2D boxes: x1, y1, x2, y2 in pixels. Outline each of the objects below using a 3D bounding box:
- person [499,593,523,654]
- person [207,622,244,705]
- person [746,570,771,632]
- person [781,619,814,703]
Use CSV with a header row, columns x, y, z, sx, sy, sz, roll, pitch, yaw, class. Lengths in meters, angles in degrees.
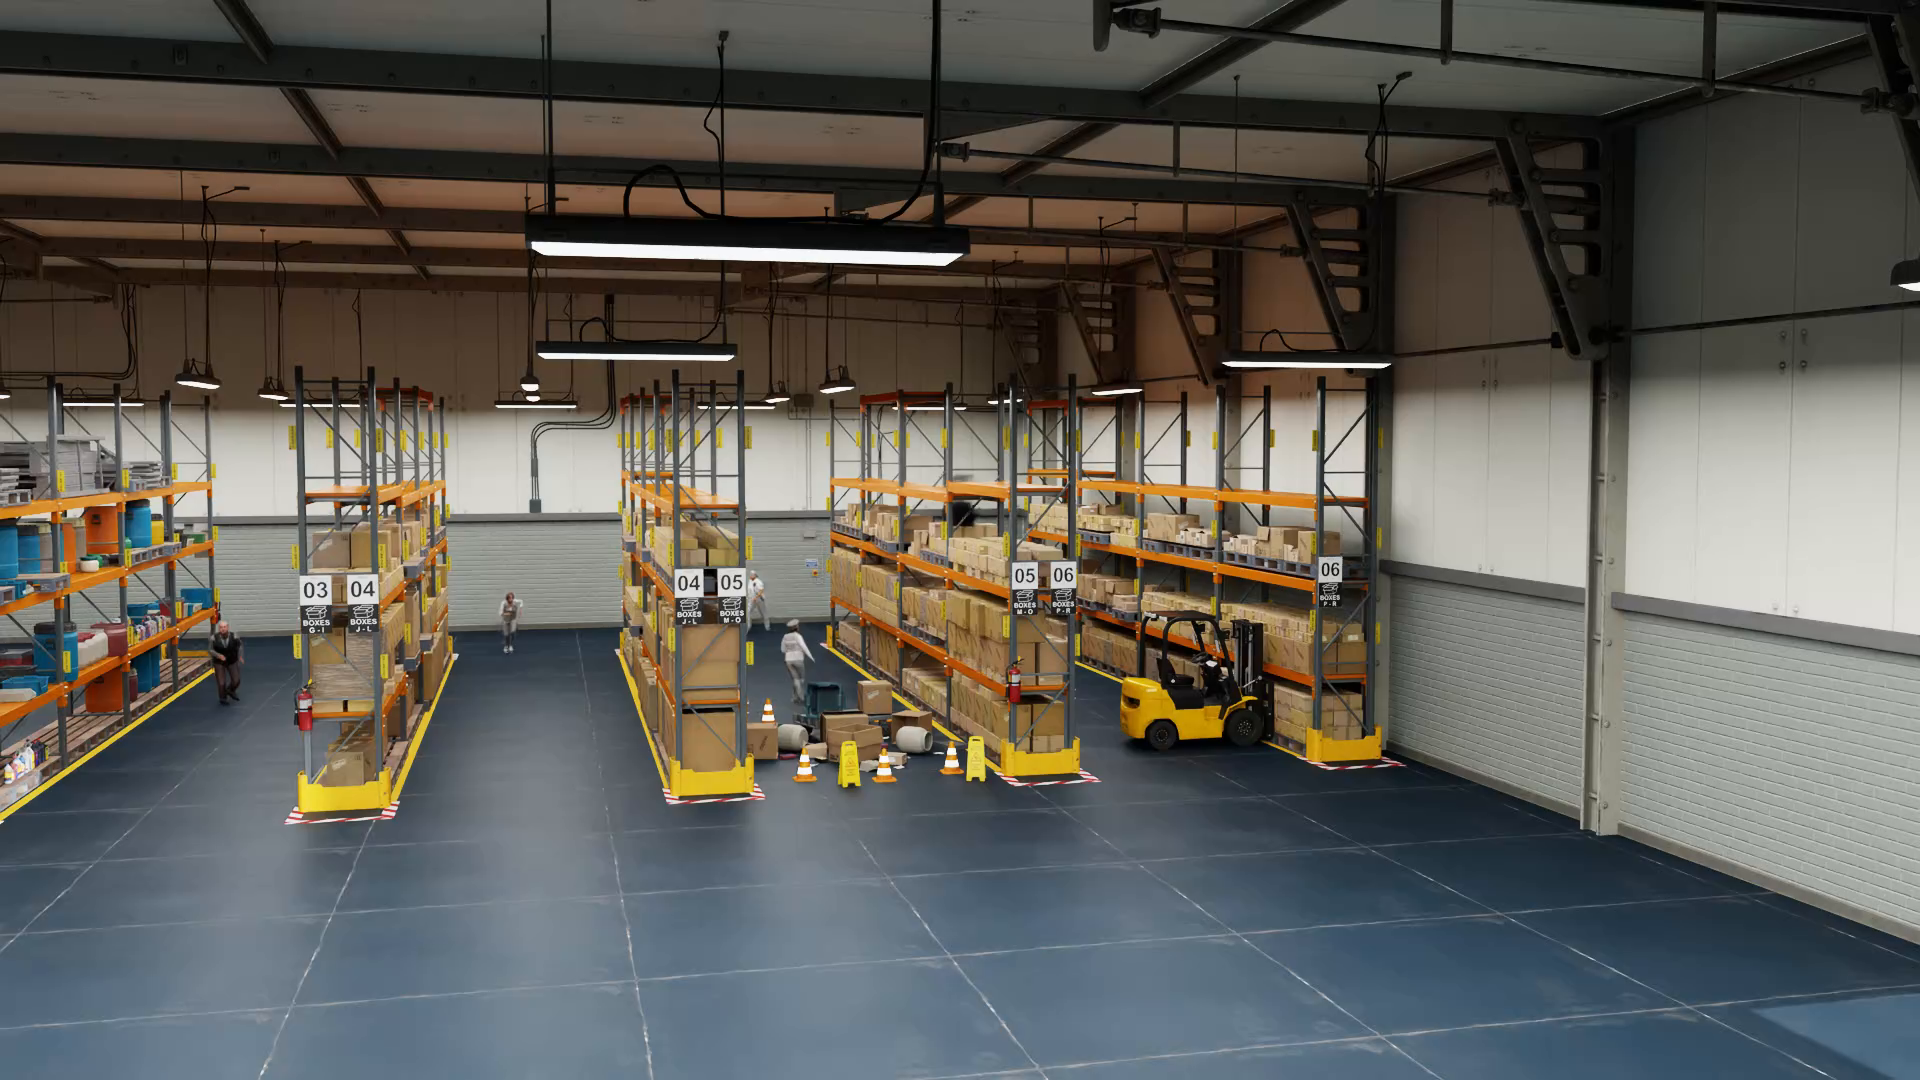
x,y,z,sx,sy,sz,roll,pitch,yaw,class
-10.546,1.943,39.033,0.570,1.473,0.890,-1,4,-21,person
-13.860,2.329,31.398,0.650,1.608,0.749,-2,4,-30,person
-5.302,1.581,43.185,0.533,1.608,0.979,2,4,26,person
-3.118,2.339,31.613,0.688,1.628,0.592,1,4,16,person
